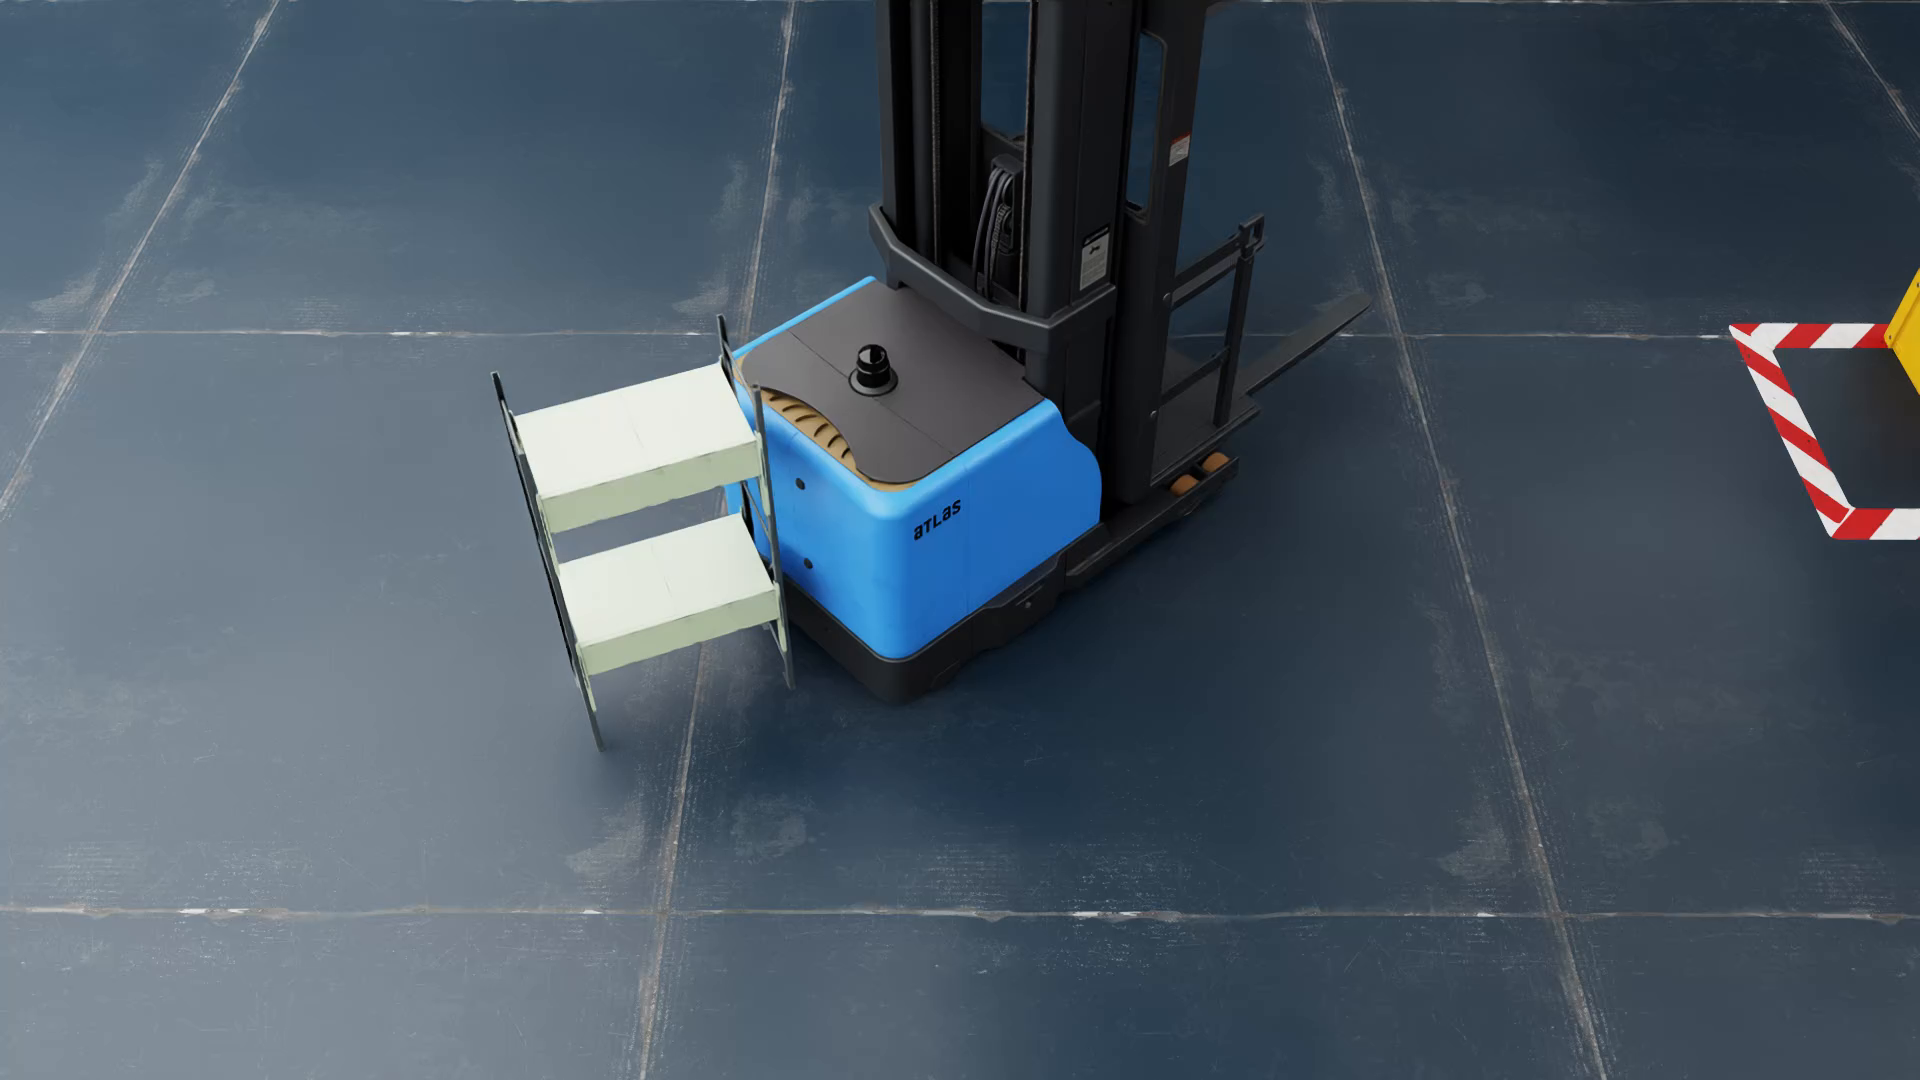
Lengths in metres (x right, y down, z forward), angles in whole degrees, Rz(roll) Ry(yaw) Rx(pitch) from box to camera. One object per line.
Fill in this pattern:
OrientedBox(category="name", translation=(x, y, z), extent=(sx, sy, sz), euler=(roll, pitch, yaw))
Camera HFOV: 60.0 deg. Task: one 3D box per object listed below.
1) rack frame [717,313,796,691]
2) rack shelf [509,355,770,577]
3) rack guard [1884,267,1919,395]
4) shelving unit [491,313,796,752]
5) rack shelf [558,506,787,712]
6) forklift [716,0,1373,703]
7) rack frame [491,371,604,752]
OrientedBox(category="rack frame", translation=(-0.702, -0.085, 5.804), extent=(0.023, 1.500, 0.400), euler=(-17, 49, -15))
OrientedBox(category="rack shelf", translation=(-1.040, -0.248, 5.423), extent=(0.720, 0.370, 0.431), euler=(-17, 49, -15))
OrientedBox(category="rack guard", translation=(4.397, -0.706, 7.066), extent=(0.348, 0.500, 1.175), euler=(0, 47, 0))
OrientedBox(category="shelving unit", translation=(-1.040, 0.018, 5.709), extent=(0.755, 1.500, 0.431), euler=(-17, 49, -15))
OrientedBox(category="rack shelf", translation=(-1.040, 0.240, 5.947), extent=(0.720, 0.370, 0.431), euler=(-17, 49, -15))
OrientedBox(category="forklift", translation=(0.518, -1.355, 6.009), extent=(3.031, 2.935, 1.130), euler=(-34, 56, -28))
OrientedBox(category="rack frame", translation=(-1.378, 0.121, 5.613), extent=(0.023, 1.500, 0.400), euler=(-17, 49, -15))
